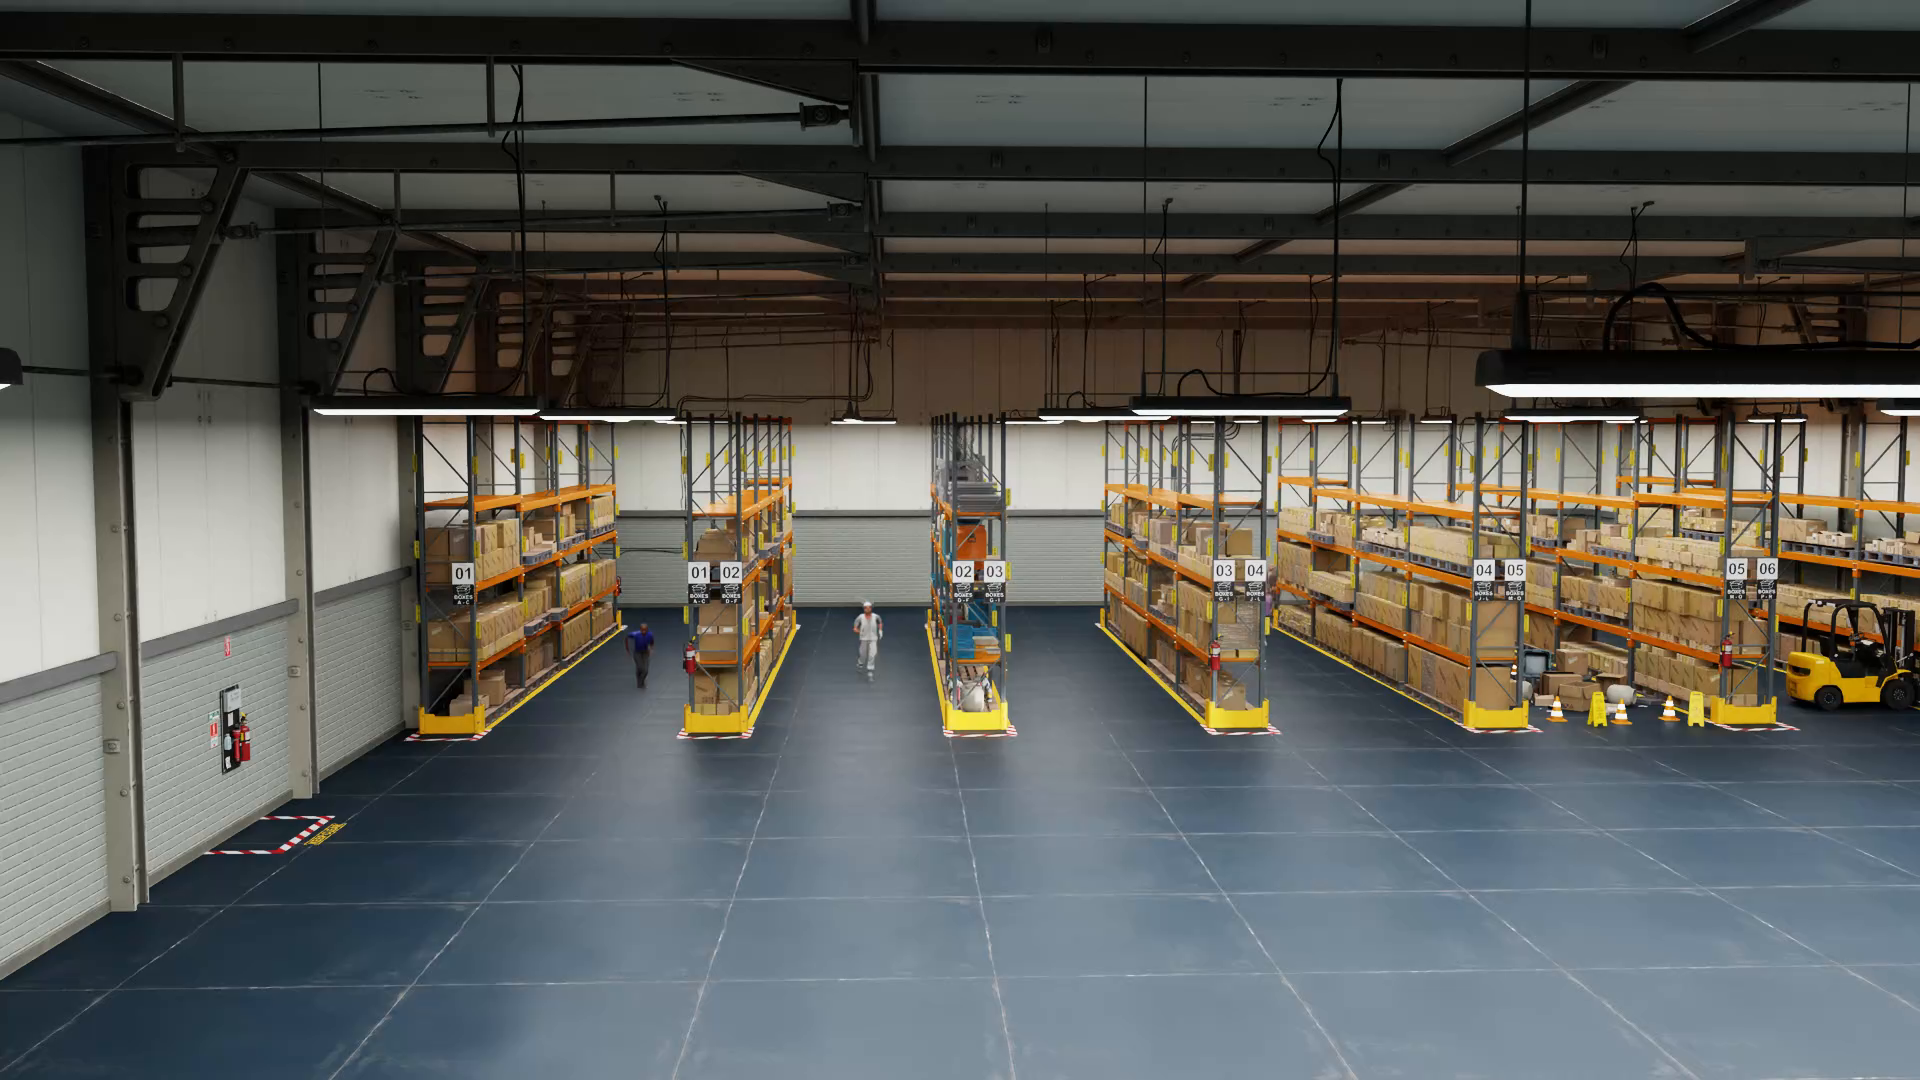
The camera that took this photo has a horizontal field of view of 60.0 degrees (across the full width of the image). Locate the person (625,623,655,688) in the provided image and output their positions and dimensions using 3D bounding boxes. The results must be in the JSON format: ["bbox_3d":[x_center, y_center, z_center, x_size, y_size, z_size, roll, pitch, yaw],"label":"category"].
[{"bbox_3d":[-6.951,2.525,36.112,0.601,1.486,0.852,-2,4,-23],"label":"person"}]

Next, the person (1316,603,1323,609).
[{"bbox_3d":[10.485,1.535,48.874,0.574,1.724,0.653,-1,4,-13],"label":"person"}]

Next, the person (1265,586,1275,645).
[{"bbox_3d":[8.002,1.985,43.567,0.533,1.554,0.543,0,4,-5],"label":"person"}]

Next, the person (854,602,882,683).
[{"bbox_3d":[-2.075,2.283,37.539,0.667,1.786,0.956,-1,4,-11],"label":"person"}]

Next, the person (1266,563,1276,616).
[{"bbox_3d":[9.176,1.535,48.986,0.678,1.725,0.710,-4,5,-42],"label":"person"}]
